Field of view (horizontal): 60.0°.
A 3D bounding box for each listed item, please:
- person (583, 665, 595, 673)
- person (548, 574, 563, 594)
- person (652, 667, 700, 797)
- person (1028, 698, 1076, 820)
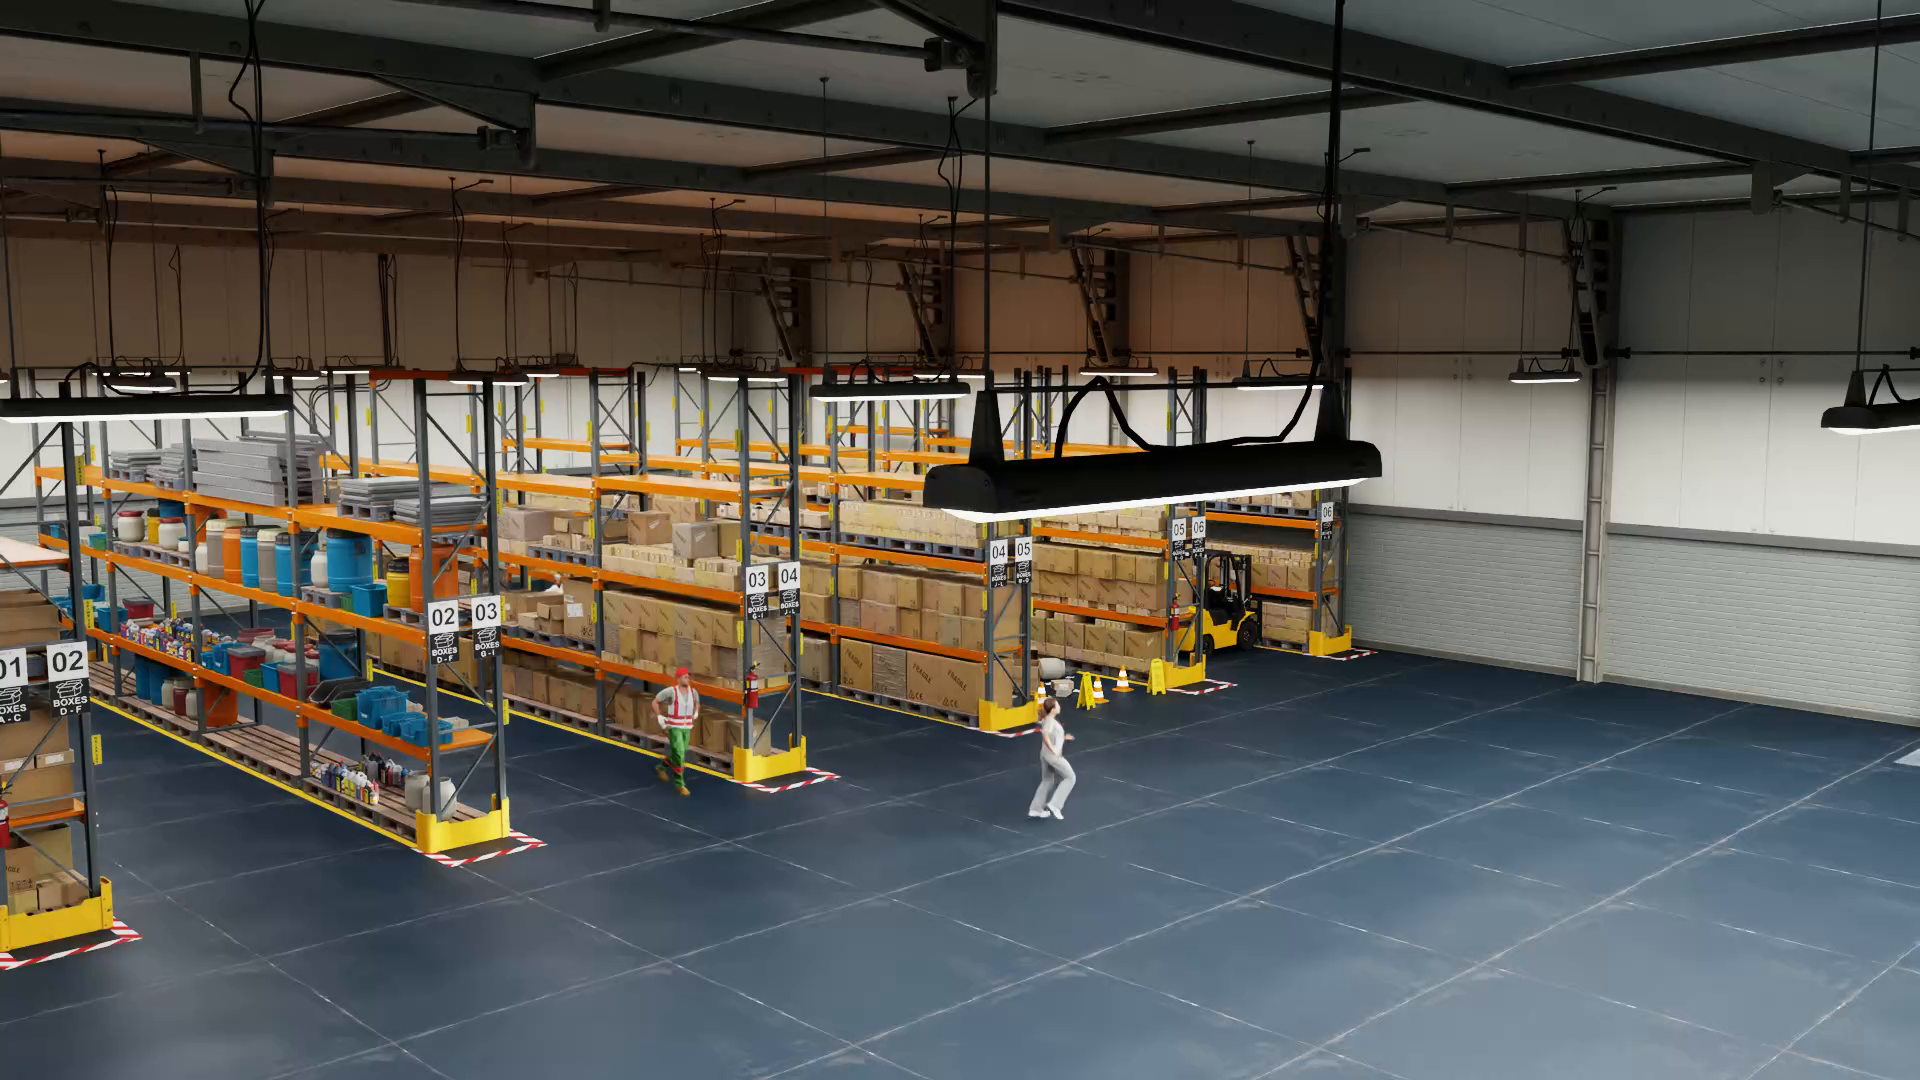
[{"bbox_3d":[-6.953,1.982,31.424,0.580,1.671,0.734,-5,8,-39],"label":"person"},{"bbox_3d":[-8.470,1.547,35.086,0.613,1.666,0.930,-6,9,-43],"label":"person"},{"bbox_3d":[-4.070,2.740,24.134,0.719,1.791,0.926,-6,9,-43],"label":"person"},{"bbox_3d":[1.261,2.967,22.555,0.692,1.677,0.539,-2,7,-18],"label":"person"}]
